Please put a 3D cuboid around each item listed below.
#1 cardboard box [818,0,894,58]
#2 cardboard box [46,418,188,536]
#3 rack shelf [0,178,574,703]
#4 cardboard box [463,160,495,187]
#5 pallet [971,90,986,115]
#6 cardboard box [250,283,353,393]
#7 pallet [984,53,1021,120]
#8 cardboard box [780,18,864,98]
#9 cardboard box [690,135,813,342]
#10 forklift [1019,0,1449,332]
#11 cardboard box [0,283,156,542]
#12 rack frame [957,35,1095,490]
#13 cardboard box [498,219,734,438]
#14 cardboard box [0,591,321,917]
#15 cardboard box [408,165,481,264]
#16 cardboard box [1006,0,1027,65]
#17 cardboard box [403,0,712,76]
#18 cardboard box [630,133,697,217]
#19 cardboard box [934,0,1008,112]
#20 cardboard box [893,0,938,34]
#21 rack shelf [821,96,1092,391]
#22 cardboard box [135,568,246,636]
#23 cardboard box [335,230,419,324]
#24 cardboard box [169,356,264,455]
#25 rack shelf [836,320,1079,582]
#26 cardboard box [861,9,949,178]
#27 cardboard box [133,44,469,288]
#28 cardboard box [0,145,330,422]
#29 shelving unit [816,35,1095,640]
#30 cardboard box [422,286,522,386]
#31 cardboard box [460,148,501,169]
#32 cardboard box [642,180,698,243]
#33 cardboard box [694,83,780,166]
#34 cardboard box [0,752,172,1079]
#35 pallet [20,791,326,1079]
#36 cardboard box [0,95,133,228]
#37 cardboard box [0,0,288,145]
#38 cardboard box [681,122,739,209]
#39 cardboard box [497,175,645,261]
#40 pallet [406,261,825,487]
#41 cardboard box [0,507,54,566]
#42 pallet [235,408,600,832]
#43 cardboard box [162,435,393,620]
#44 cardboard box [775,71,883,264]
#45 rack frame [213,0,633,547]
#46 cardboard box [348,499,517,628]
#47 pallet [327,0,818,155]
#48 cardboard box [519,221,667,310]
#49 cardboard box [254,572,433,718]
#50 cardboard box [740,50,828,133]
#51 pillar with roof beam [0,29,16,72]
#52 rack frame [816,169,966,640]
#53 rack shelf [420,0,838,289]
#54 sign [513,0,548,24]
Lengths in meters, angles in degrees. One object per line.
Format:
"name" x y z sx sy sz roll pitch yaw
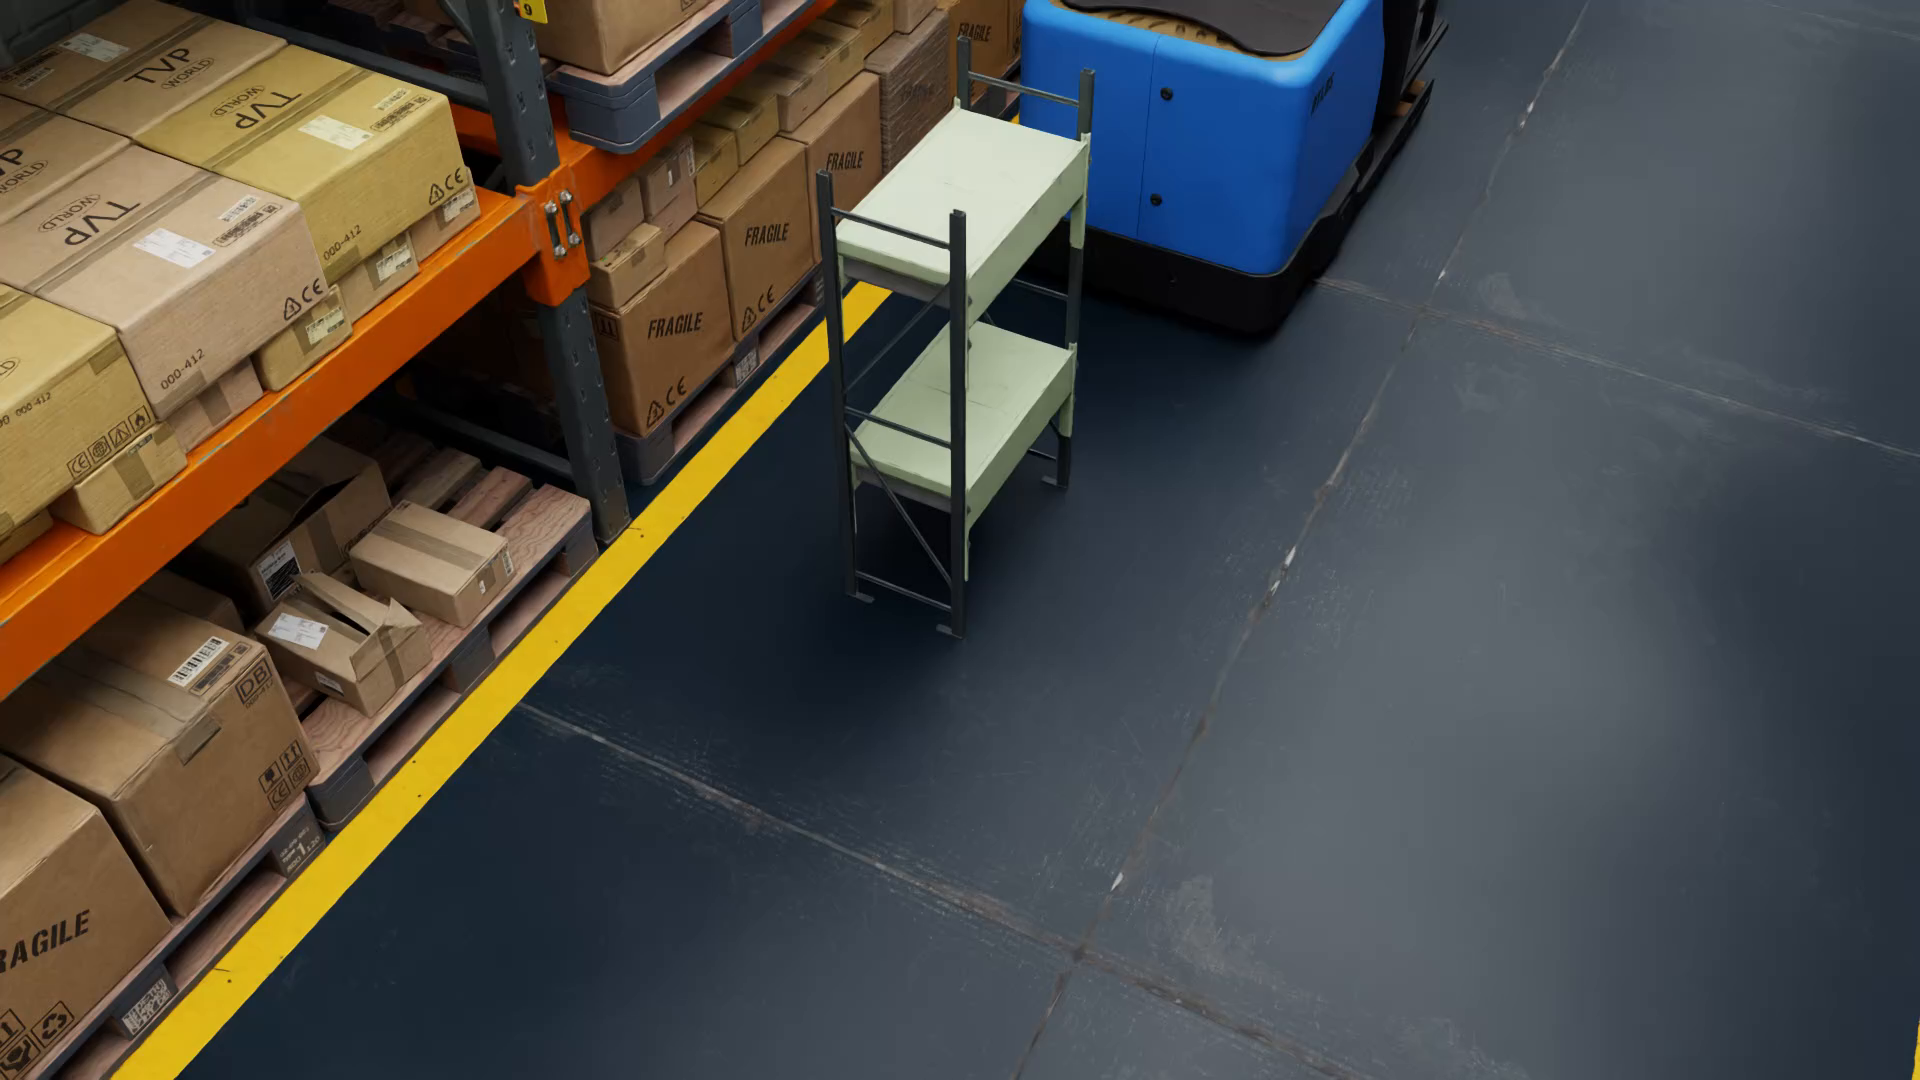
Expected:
"cardboard box" -0.464 -1.895 6.020 0.380 0.149 0.250 21 49 19
"cardboard box" -1.881 -0.195 3.510 0.380 0.149 0.250 20 49 18
"rack shelf" -2.445 0.276 3.374 1.077 0.370 4.000 20 49 19
"cardboard box" -1.601 -1.061 5.196 0.380 0.149 0.250 19 48 18
"pallet" -0.607 -1.553 6.637 1.003 0.211 1.213 20 49 19
"cardboard box" -1.642 -0.522 3.833 0.380 0.149 0.250 22 49 20
"pallet" -0.040 -2.319 7.393 1.003 0.211 1.213 20 49 19
"cardboard box" -0.564 -1.715 5.843 0.380 0.149 0.250 22 49 20
"cardboard box" -0.854 -1.075 5.666 0.500 0.500 0.500 20 49 19
"forklift" 1.326 -2.813 5.969 1.130 2.935 3.031 21 49 19
"cardboard box" -1.999 -0.257 3.292 0.500 0.250 0.500 20 49 19
"rack frame" 0.173 -0.762 4.949 0.400 1.500 0.023 20 49 19
"cardboard box" -1.093 -0.736 5.331 0.500 0.500 0.500 22 49 21
"cardboard box" -2.092 0.480 4.129 0.700 0.500 0.500 19 48 18
"cardboard box" -1.441 -0.864 4.172 0.380 0.149 0.250 21 49 20
"cardboard box" 0.093 -2.377 6.952 0.500 0.500 0.500 20 49 18
"cardboard box" -1.094 -1.651 4.407 0.700 0.500 0.500 22 49 20
"cardboard box" -1.036 -1.156 5.081 0.380 0.149 0.250 18 48 17
"cardboard box" -0.148 -2.046 6.625 0.500 0.500 0.500 22 49 21
"cardboard box" -0.305 -2.033 6.157 0.380 0.149 0.250 18 48 17
"rack shelf" 0.003 -0.806 4.443 0.431 0.370 0.720 20 49 19
"cardboard box" -2.234 0.229 4.624 0.380 0.149 0.250 20 49 19
"cardboard box" -1.542 -0.693 4.003 0.380 0.149 0.250 22 49 20
"cardboard box" -1.787 -0.365 3.679 0.380 0.149 0.250 22 49 20
"rack shelf" 0.003 -0.302 4.953 0.431 0.370 0.720 20 49 19
"cardboard box" -0.372 -1.713 6.296 0.500 0.500 0.500 19 48 18
"cardboard box" -1.537 -0.888 3.915 0.500 0.250 0.500 22 49 20
"cardboard box" -1.756 -0.567 3.598 0.500 0.250 0.500 21 49 19
"shelving unit" 0.003 -0.531 4.721 0.431 1.500 0.755 20 49 19
"cardboard box" -1.551 -0.913 5.506 0.500 0.500 0.500 20 49 19
"cardboard box" -1.484 -1.229 5.361 0.380 0.149 0.250 20 49 19
"cardboard box" -1.054 -1.072 5.207 0.380 0.149 0.250 19 48 18
"cardboard box" -0.830 -1.415 5.545 0.380 0.149 0.250 20 49 18
"cardboard box" -2.240 0.834 3.779 0.500 0.500 0.500 21 49 20
"pallet" -2.401 0.947 4.166 1.003 0.211 1.213 20 49 19
"cardboard box" -2.212 -0.748 3.776 0.500 0.250 0.500 20 49 19
"cardboard box" -1.986 -1.066 4.091 0.500 0.250 0.500 20 49 19
"cardboard box" -0.945 -1.238 5.370 0.380 0.149 0.250 18 48 17
"cardboard box" -1.168 -0.997 4.923 0.380 0.149 0.250 20 49 18
"pallet" -1.172 -0.782 5.874 1.003 0.211 1.213 20 49 19
"cardboard box" -2.100 -0.069 3.386 0.380 0.149 0.250 21 49 20
"pallet" -1.836 0.176 4.928 1.003 0.211 1.213 20 49 19
"cardboard box" -2.033 -0.101 4.836 0.500 0.311 0.500 22 49 20
"cardboard box" -0.619 -1.388 5.975 0.500 0.500 0.500 19 48 18
"rack frame" -1.516 -1.237 4.364 1.000 3.000 0.127 20 49 19
"cardboard box" -1.515 0.065 4.786 0.380 0.149 0.250 19 48 18
"pallet" -1.049 -1.637 4.894 1.003 0.211 1.213 20 49 19
"cardboard box" -1.114 -0.872 5.009 0.380 0.149 0.250 23 50 21
"cardboard box" -1.681 0.249 4.522 0.396 0.266 0.258 22 49 20
"cardboard box" -0.681 -1.560 5.689 0.380 0.149 0.250 20 49 19
"pillar with roof beam" 1.175 -1.783 0.686 9.100 9.000 0.400 20 49 19
"rack frame" -0.167 -0.301 4.493 0.400 1.500 0.023 20 49 19
"rack shelf" -0.588 -2.244 5.865 1.077 0.370 4.000 20 49 19
"sign" -1.032 -1.367 3.883 0.100 0.325 0.005 20 49 19
